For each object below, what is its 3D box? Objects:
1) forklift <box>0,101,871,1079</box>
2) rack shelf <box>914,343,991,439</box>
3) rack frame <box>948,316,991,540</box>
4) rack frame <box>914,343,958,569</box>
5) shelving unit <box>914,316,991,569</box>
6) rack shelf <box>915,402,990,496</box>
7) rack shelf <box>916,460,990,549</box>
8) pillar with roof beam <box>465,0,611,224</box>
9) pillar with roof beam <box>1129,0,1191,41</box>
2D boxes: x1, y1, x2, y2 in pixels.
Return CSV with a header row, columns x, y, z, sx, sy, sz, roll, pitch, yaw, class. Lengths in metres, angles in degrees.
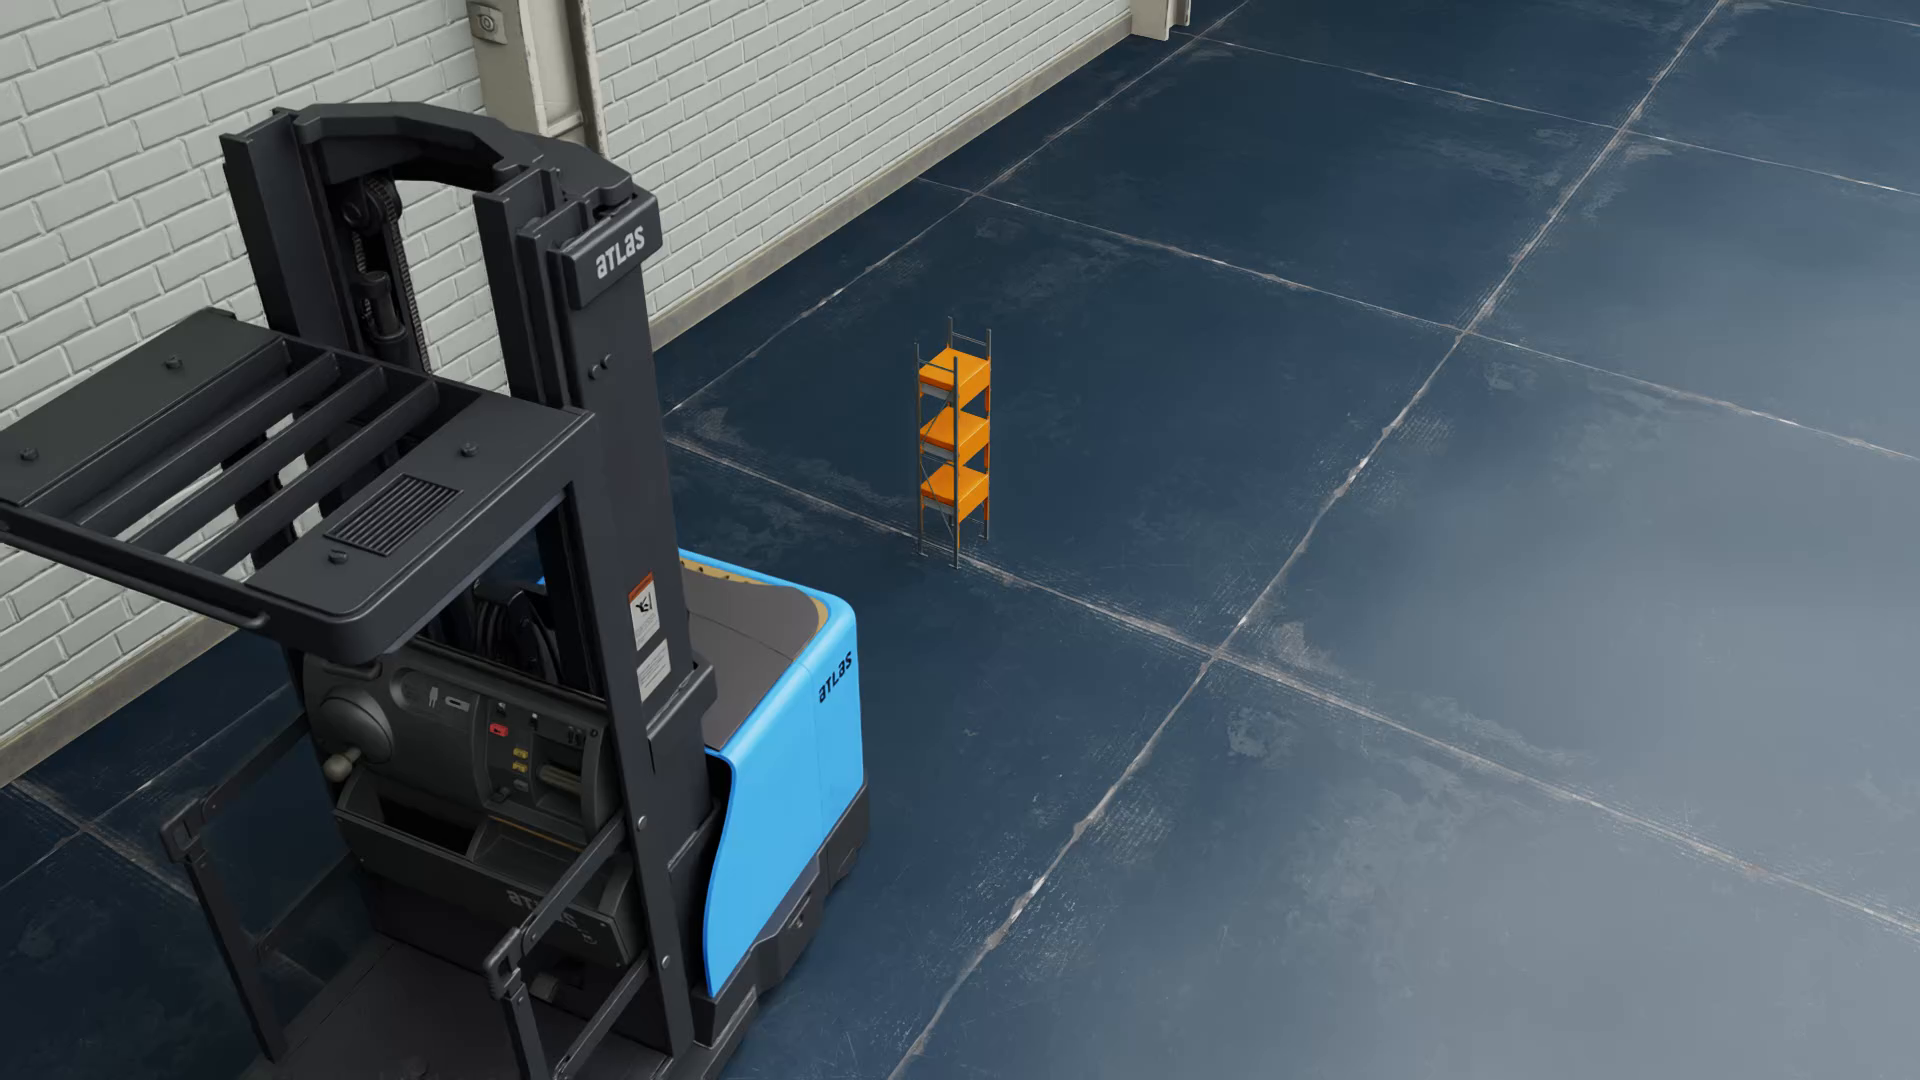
x,y,z,sx,sy,sz,roll,pitch,yaw,class
-1.391,0.574,4.105,1.130,2.935,3.031,16,40,19,forklift
-0.029,-0.605,6.727,0.215,0.259,0.240,21,42,25,rack shelf
0.037,-0.451,6.975,0.200,1.050,0.008,21,42,25,rack frame
-0.094,-0.325,6.812,0.200,1.050,0.008,21,42,25,rack frame
-0.029,-0.388,6.894,0.215,1.050,0.252,21,42,25,shelving unit
-0.029,-0.380,6.900,0.215,0.259,0.240,21,42,25,rack shelf
-0.029,-0.160,7.070,0.215,0.259,0.240,21,42,25,rack shelf
1.860,-2.778,3.483,9.100,9.000,0.400,21,42,25,pillar with roof beam
5.075,-5.871,7.496,9.100,9.000,0.400,21,42,25,pillar with roof beam
